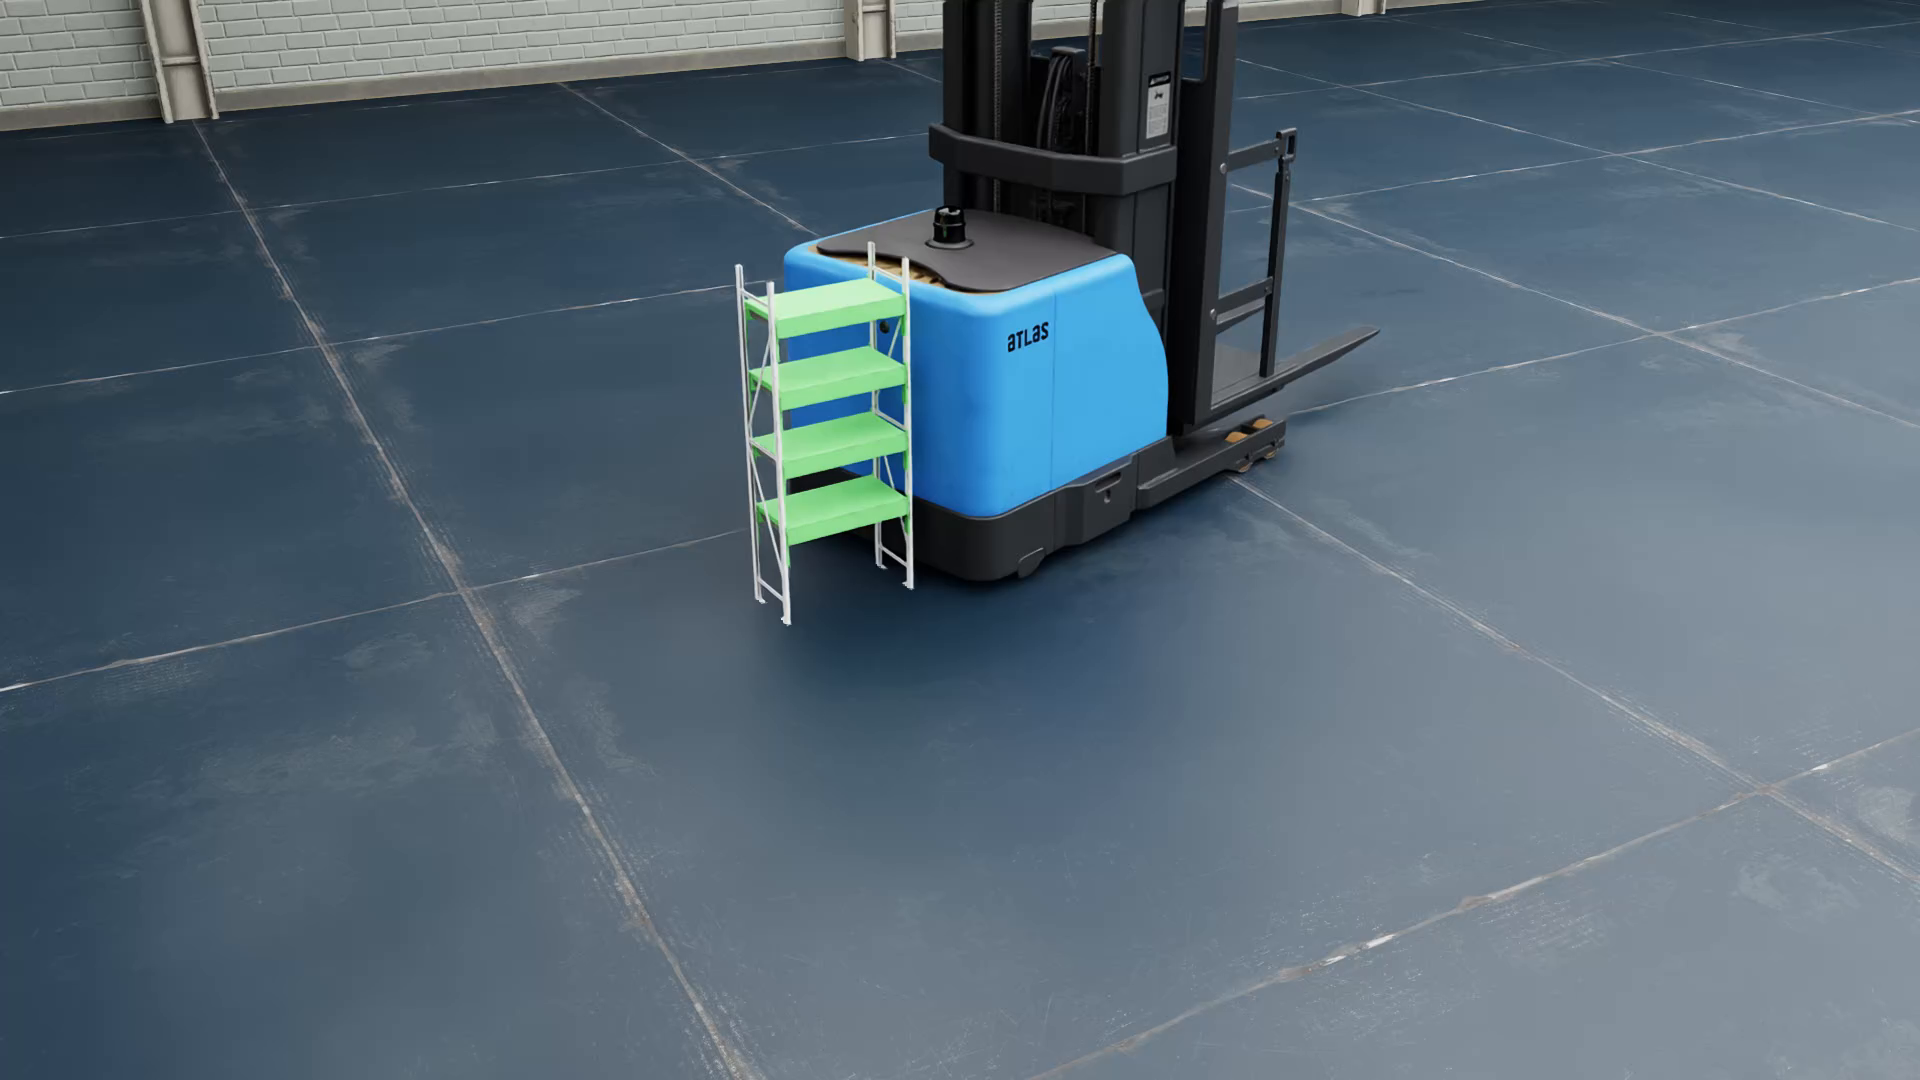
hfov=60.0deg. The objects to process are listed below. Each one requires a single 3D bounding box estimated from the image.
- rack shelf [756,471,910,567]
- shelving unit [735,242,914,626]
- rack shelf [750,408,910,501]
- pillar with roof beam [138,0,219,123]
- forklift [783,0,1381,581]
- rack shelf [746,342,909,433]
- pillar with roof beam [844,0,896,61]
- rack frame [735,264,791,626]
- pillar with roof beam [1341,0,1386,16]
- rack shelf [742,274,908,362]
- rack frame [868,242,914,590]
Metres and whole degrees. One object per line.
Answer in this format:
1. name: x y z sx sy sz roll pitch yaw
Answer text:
1. rack shelf: -0.441 -0.078 5.728 0.480 0.148 0.258 -16 30 -29
2. shelving unit: -0.441 -0.352 5.596 0.503 1.200 0.258 -16 30 -29
3. rack shelf: -0.441 -0.294 5.624 0.480 0.148 0.258 -16 30 -29
4. pillar with roof beam: -4.119 -5.788 7.909 0.400 9.000 9.100 -13 29 -25
5. forklift: 0.714 -1.730 6.467 1.130 2.935 3.031 21 33 37
6. rack shelf: -0.441 -0.510 5.520 0.480 0.148 0.258 -16 30 -29
7. pillar with roof beam: 1.175 -7.010 10.454 0.400 9.000 9.100 -13 29 -25
8. rack frame: -0.646 -0.294 5.477 0.015 1.200 0.240 -16 30 -29
9. pillar with roof beam: 6.470 -8.232 12.999 0.400 9.000 9.100 -13 29 -25
10. rack shelf: -0.441 -0.727 5.416 0.480 0.148 0.258 -16 30 -29
11. rack frame: -0.236 -0.409 5.716 0.015 1.200 0.240 -16 30 -29
